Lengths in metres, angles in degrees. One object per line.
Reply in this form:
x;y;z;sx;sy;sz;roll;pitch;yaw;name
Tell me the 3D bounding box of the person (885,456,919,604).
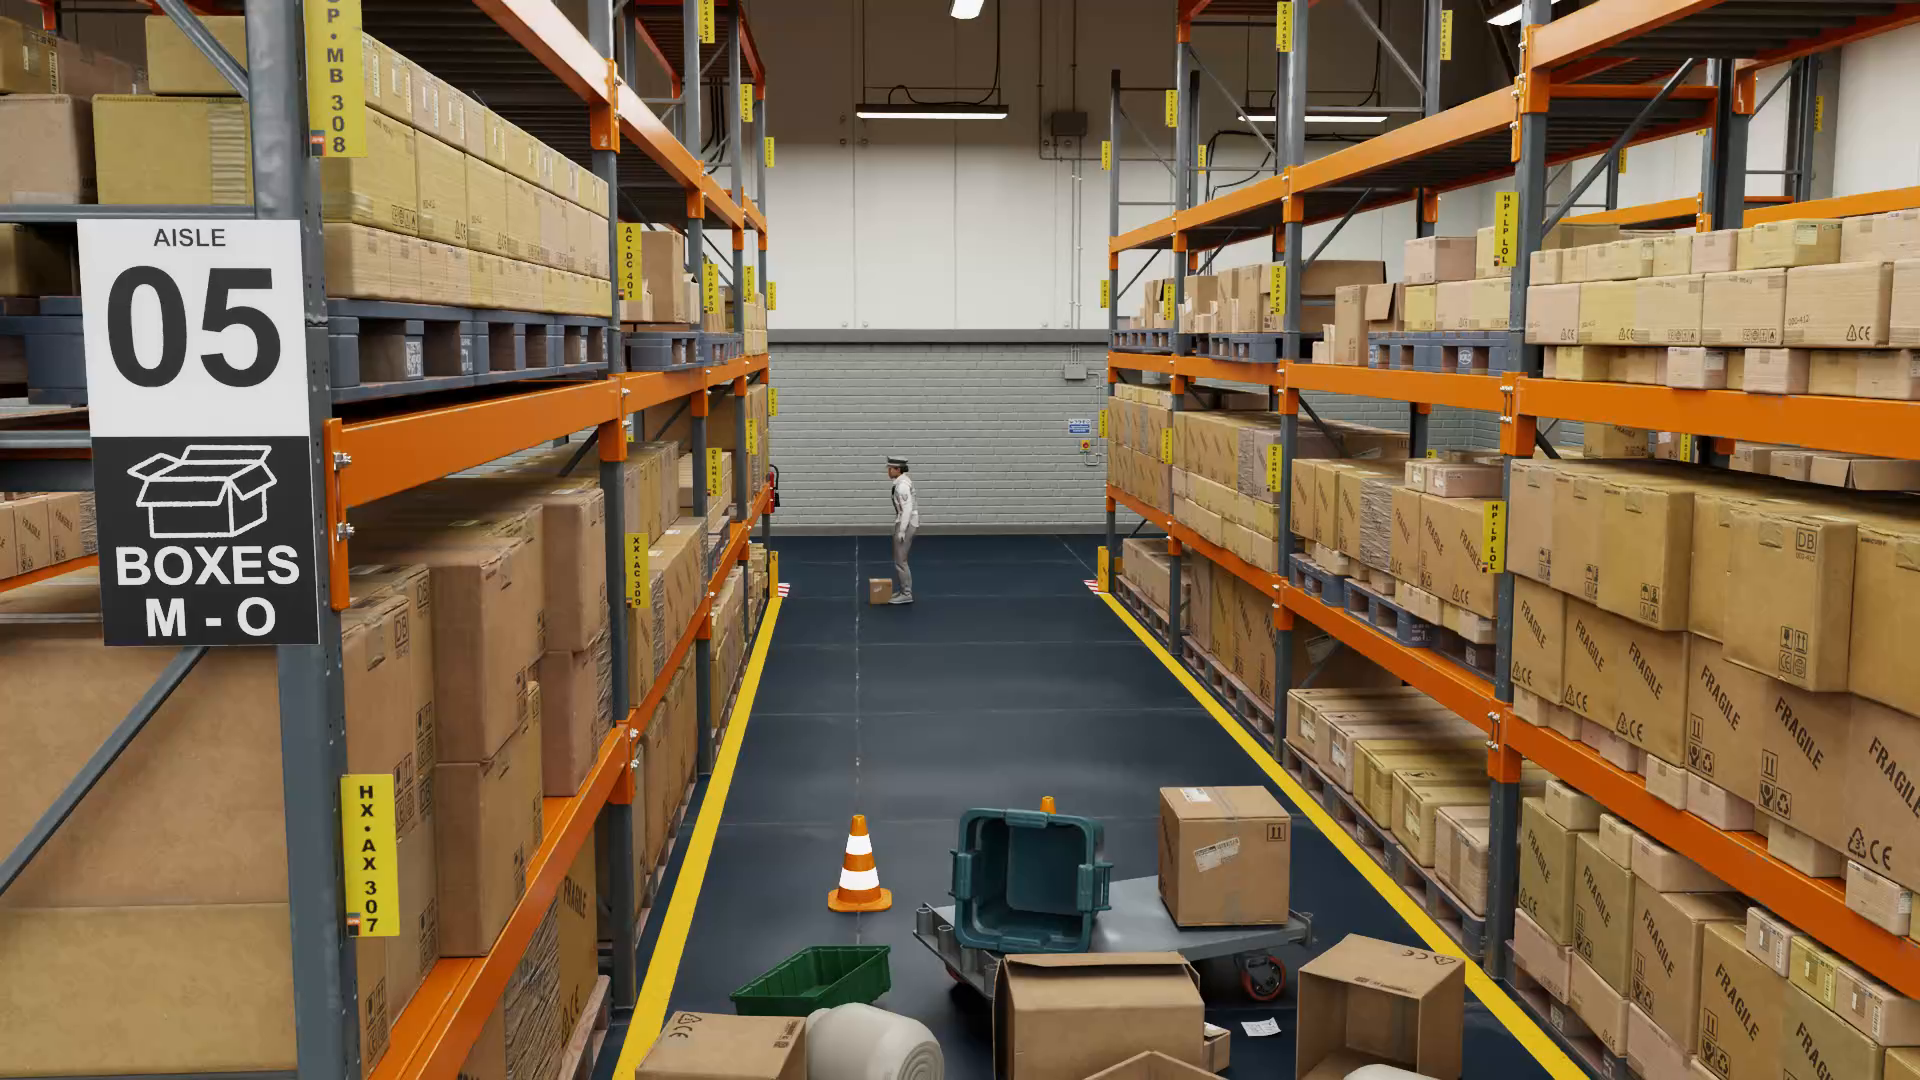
-0.655;-0.123;18.745;0.376;1.663;0.544;-1;7;-7;person
